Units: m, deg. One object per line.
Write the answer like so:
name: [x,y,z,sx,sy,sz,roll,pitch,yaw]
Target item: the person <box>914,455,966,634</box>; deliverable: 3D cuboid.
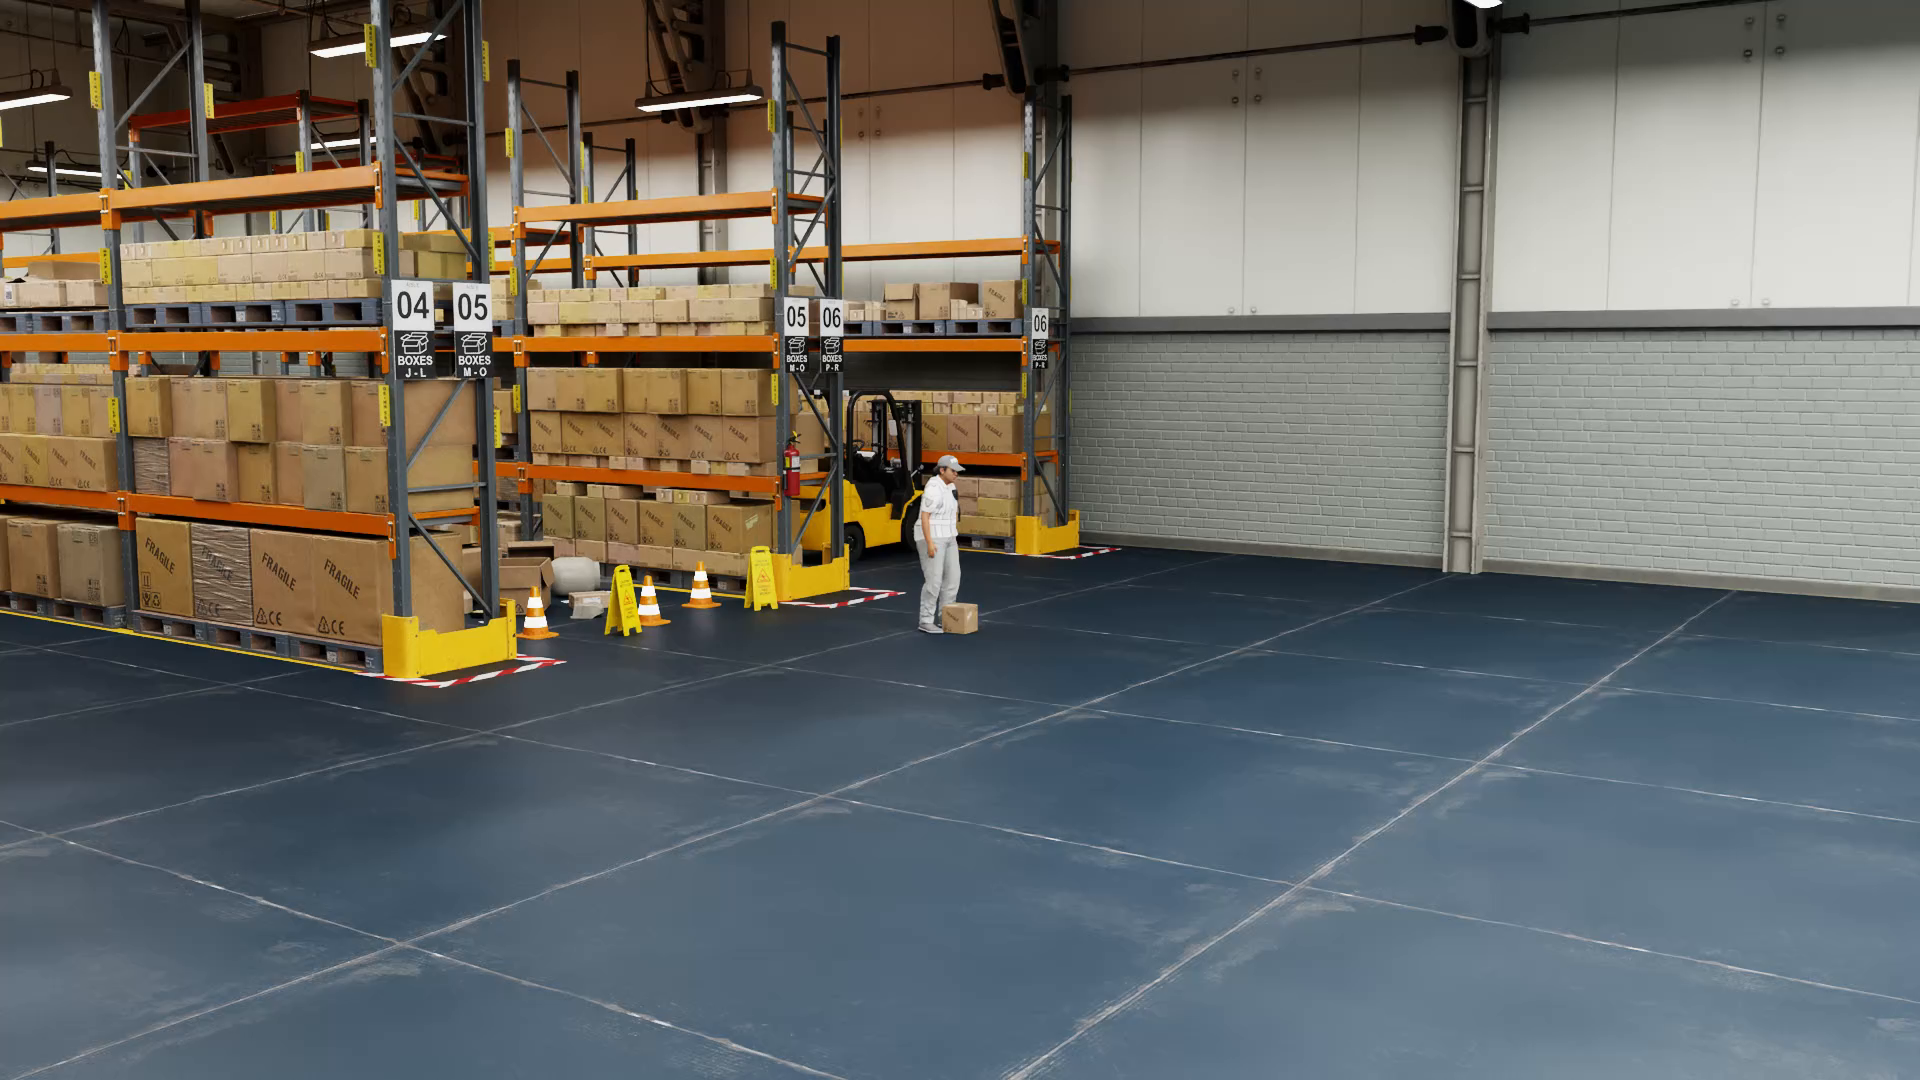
person: [-0.181,0.024,15.766,0.470,1.665,0.563,4,7,30]
